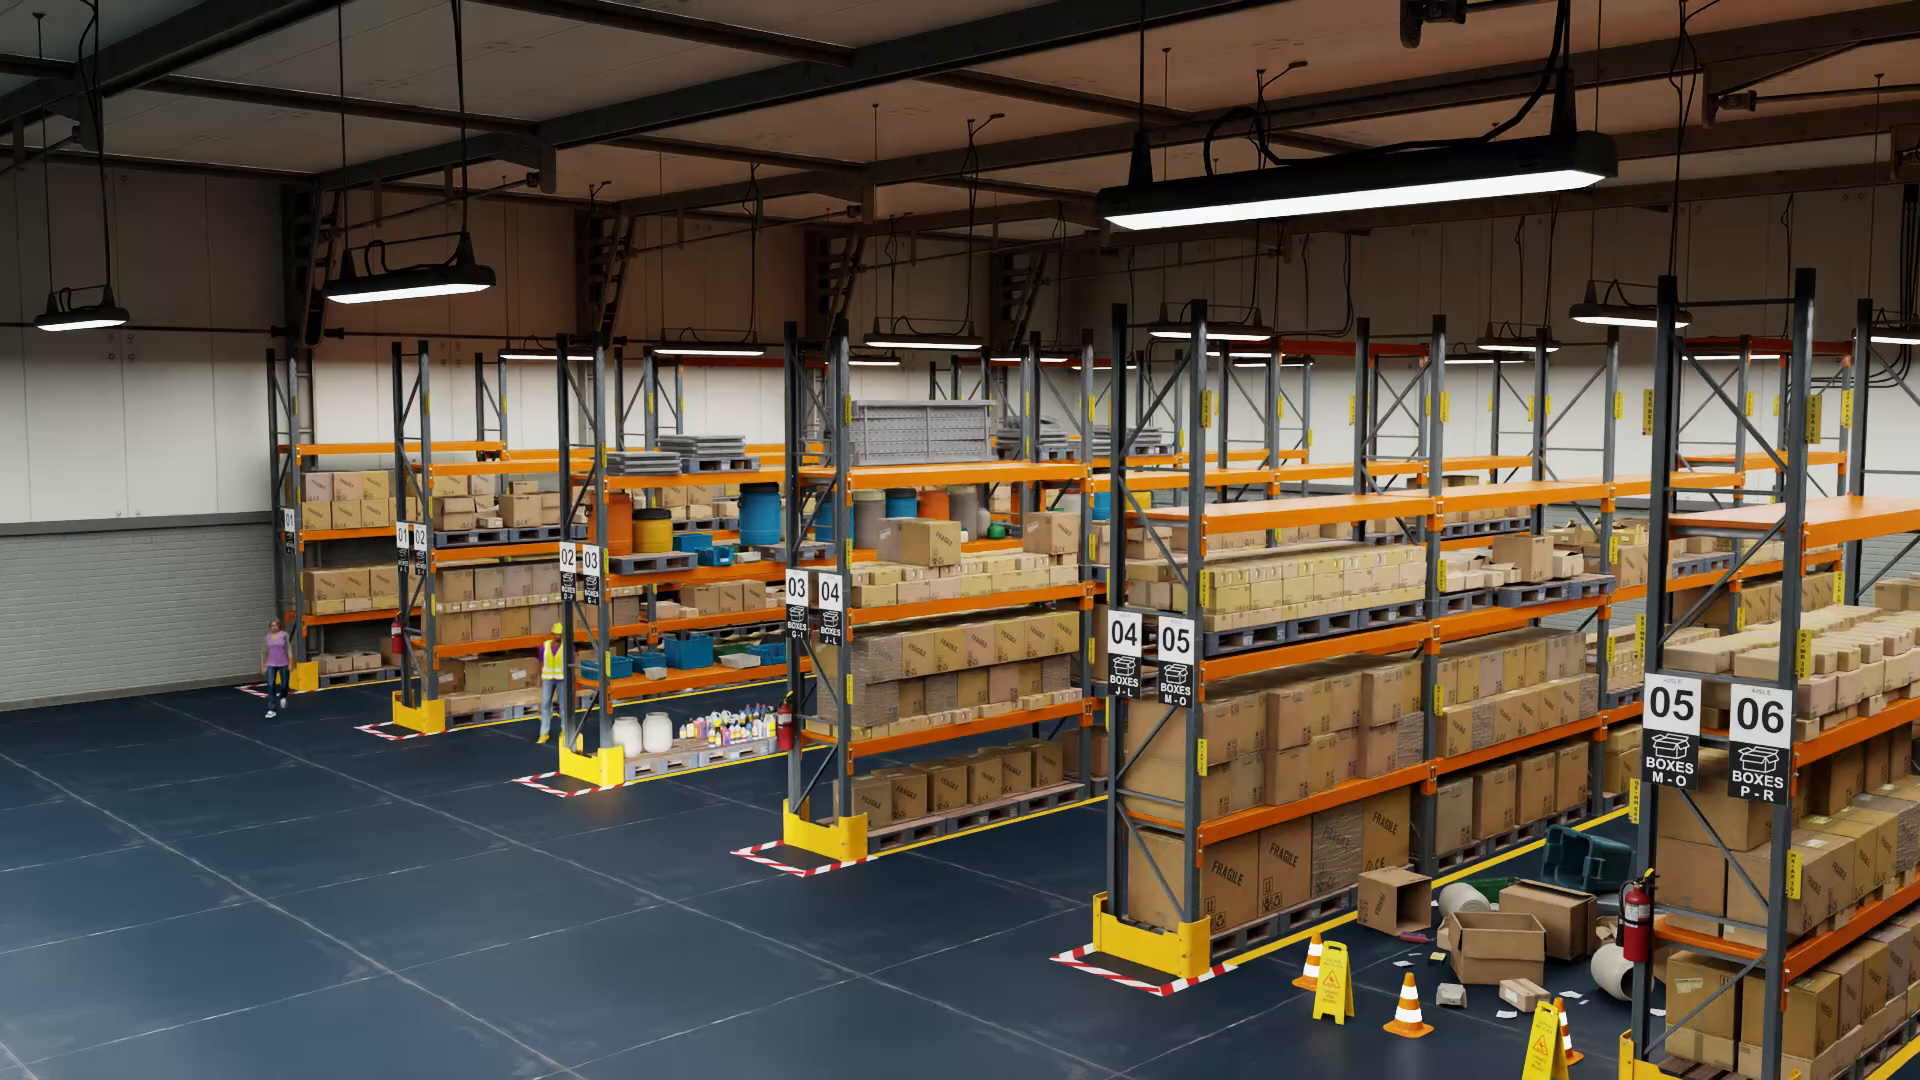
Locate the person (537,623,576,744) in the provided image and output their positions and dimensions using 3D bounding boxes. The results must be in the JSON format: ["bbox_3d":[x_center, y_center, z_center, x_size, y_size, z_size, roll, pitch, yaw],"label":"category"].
[{"bbox_3d":[-6.107,2.143,25.069,0.599,1.764,0.796,0,5,-3],"label":"person"}]

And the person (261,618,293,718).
[{"bbox_3d":[-11.040,2.037,26.891,0.474,1.585,0.669,-1,5,-12],"label":"person"}]
